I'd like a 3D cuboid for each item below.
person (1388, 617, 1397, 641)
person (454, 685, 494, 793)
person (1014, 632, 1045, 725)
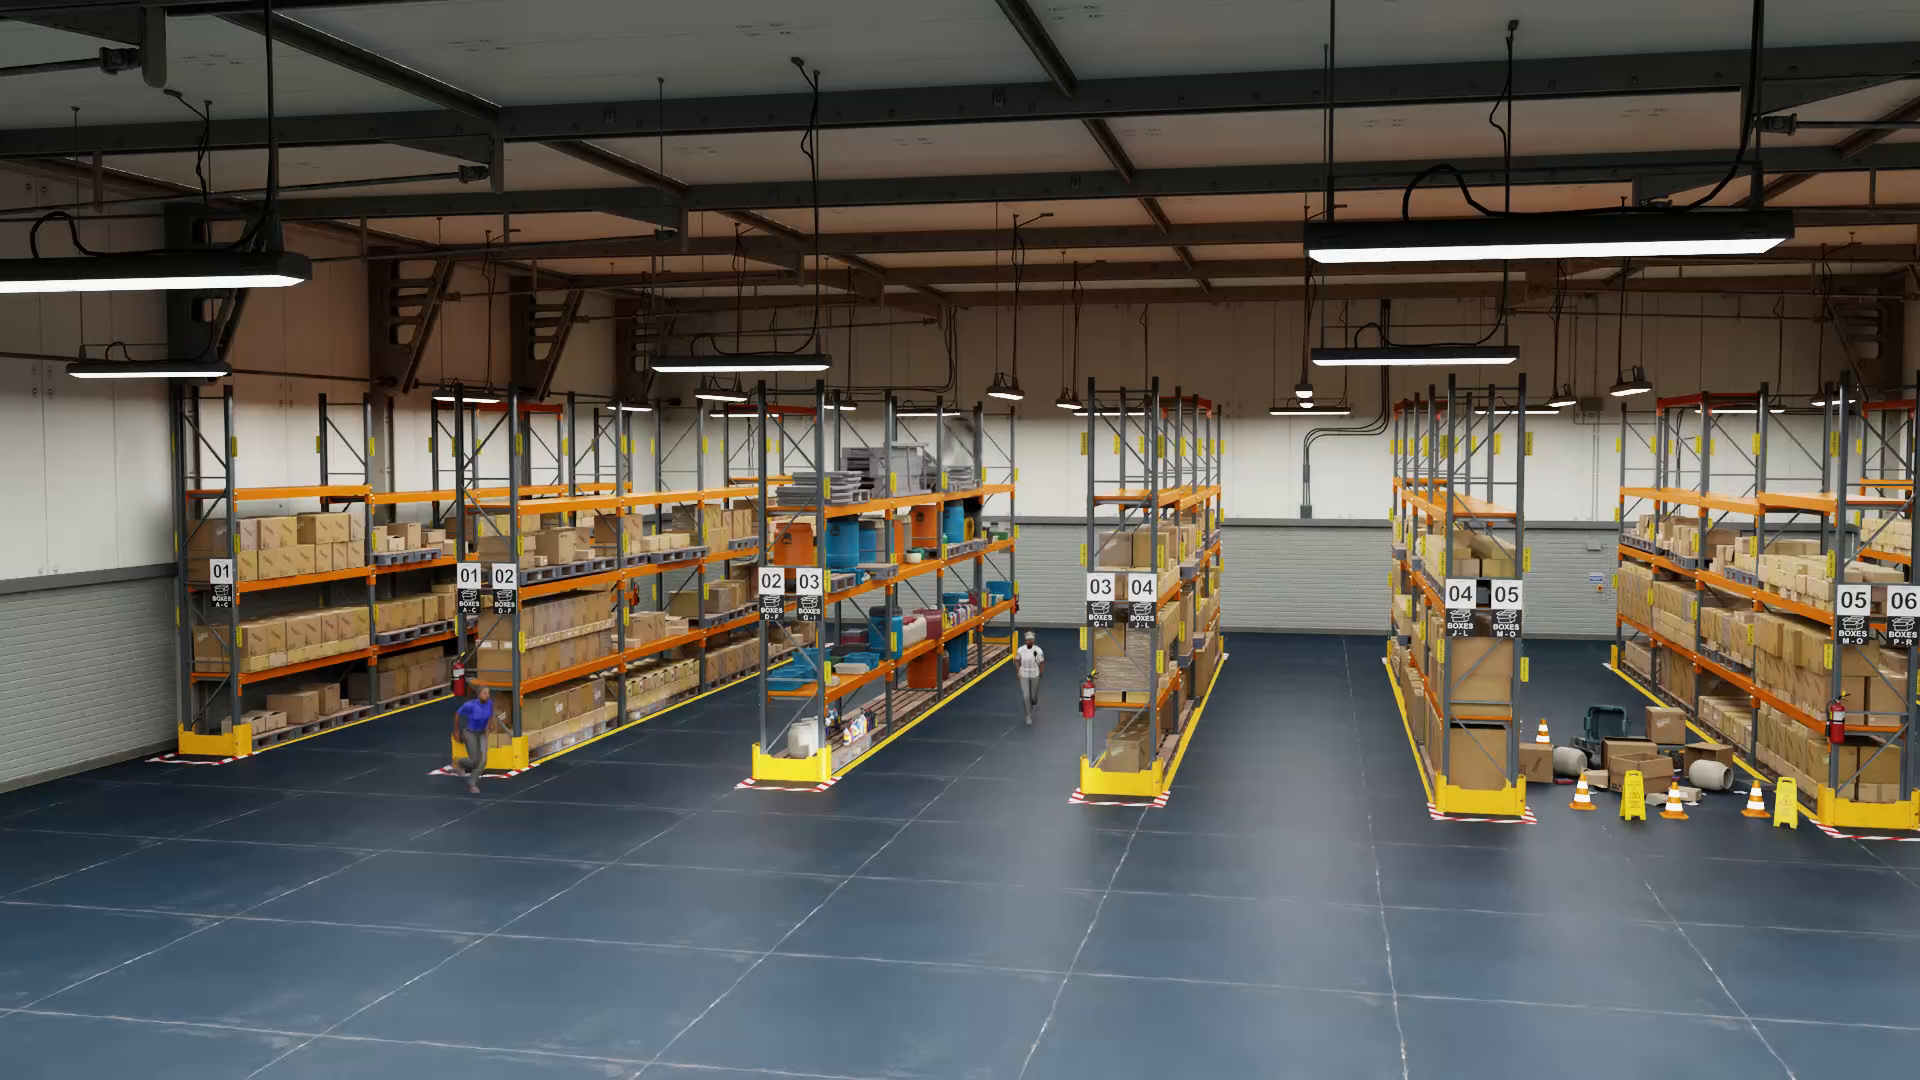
[{"bbox_3d":[10.441,1.973,39.386,0.570,1.651,0.594,0,3,-8],"label":"person"},{"bbox_3d":[-7.055,2.889,24.168,0.701,1.579,0.564,2,4,35],"label":"person"},{"bbox_3d":[1.270,2.487,30.346,0.559,1.668,0.780,0,3,2],"label":"person"}]
